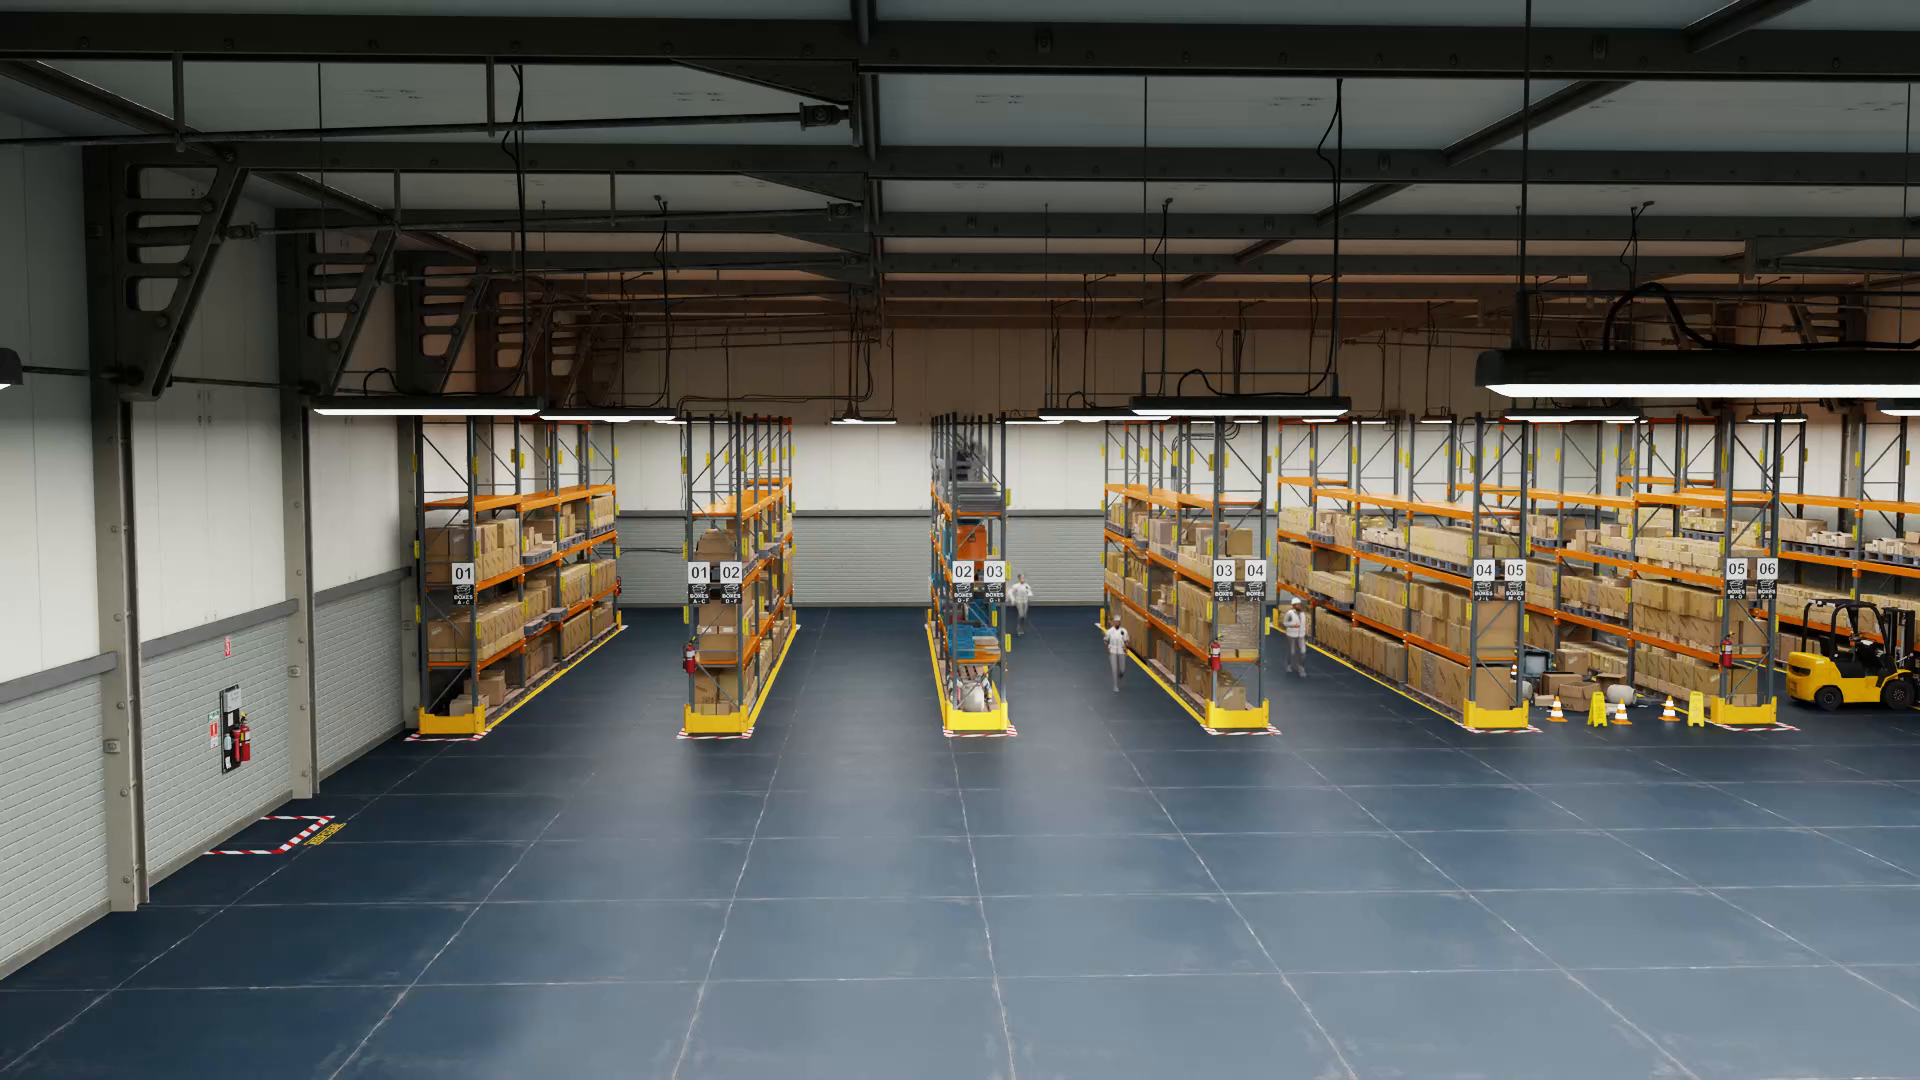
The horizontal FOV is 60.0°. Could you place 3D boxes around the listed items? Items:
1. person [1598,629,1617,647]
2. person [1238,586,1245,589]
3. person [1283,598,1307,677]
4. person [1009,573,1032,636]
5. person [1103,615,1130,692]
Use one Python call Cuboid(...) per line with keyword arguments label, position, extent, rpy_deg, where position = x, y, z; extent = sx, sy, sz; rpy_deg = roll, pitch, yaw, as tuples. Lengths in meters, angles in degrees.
Cuboid(label="person", position=(16.382, 1.997, 41.935), extent=(0.687, 1.738, 0.551), rpy_deg=(0, 4, -4))
Cuboid(label="person", position=(8.295, 1.581, 48.660), extent=(0.640, 1.694, 0.691), rpy_deg=(-3, 5, -36))
Cuboid(label="person", position=(7.716, 2.233, 38.314), extent=(0.640, 1.819, 0.791), rpy_deg=(-1, 4, -12))
Cuboid(label="person", position=(1.696, 1.775, 45.678), extent=(0.577, 1.733, 0.710), rpy_deg=(-2, 4, -21))
Cuboid(label="person", position=(3.392, 2.442, 36.060), extent=(0.576, 1.652, 0.612), rpy_deg=(0, 4, 0))
